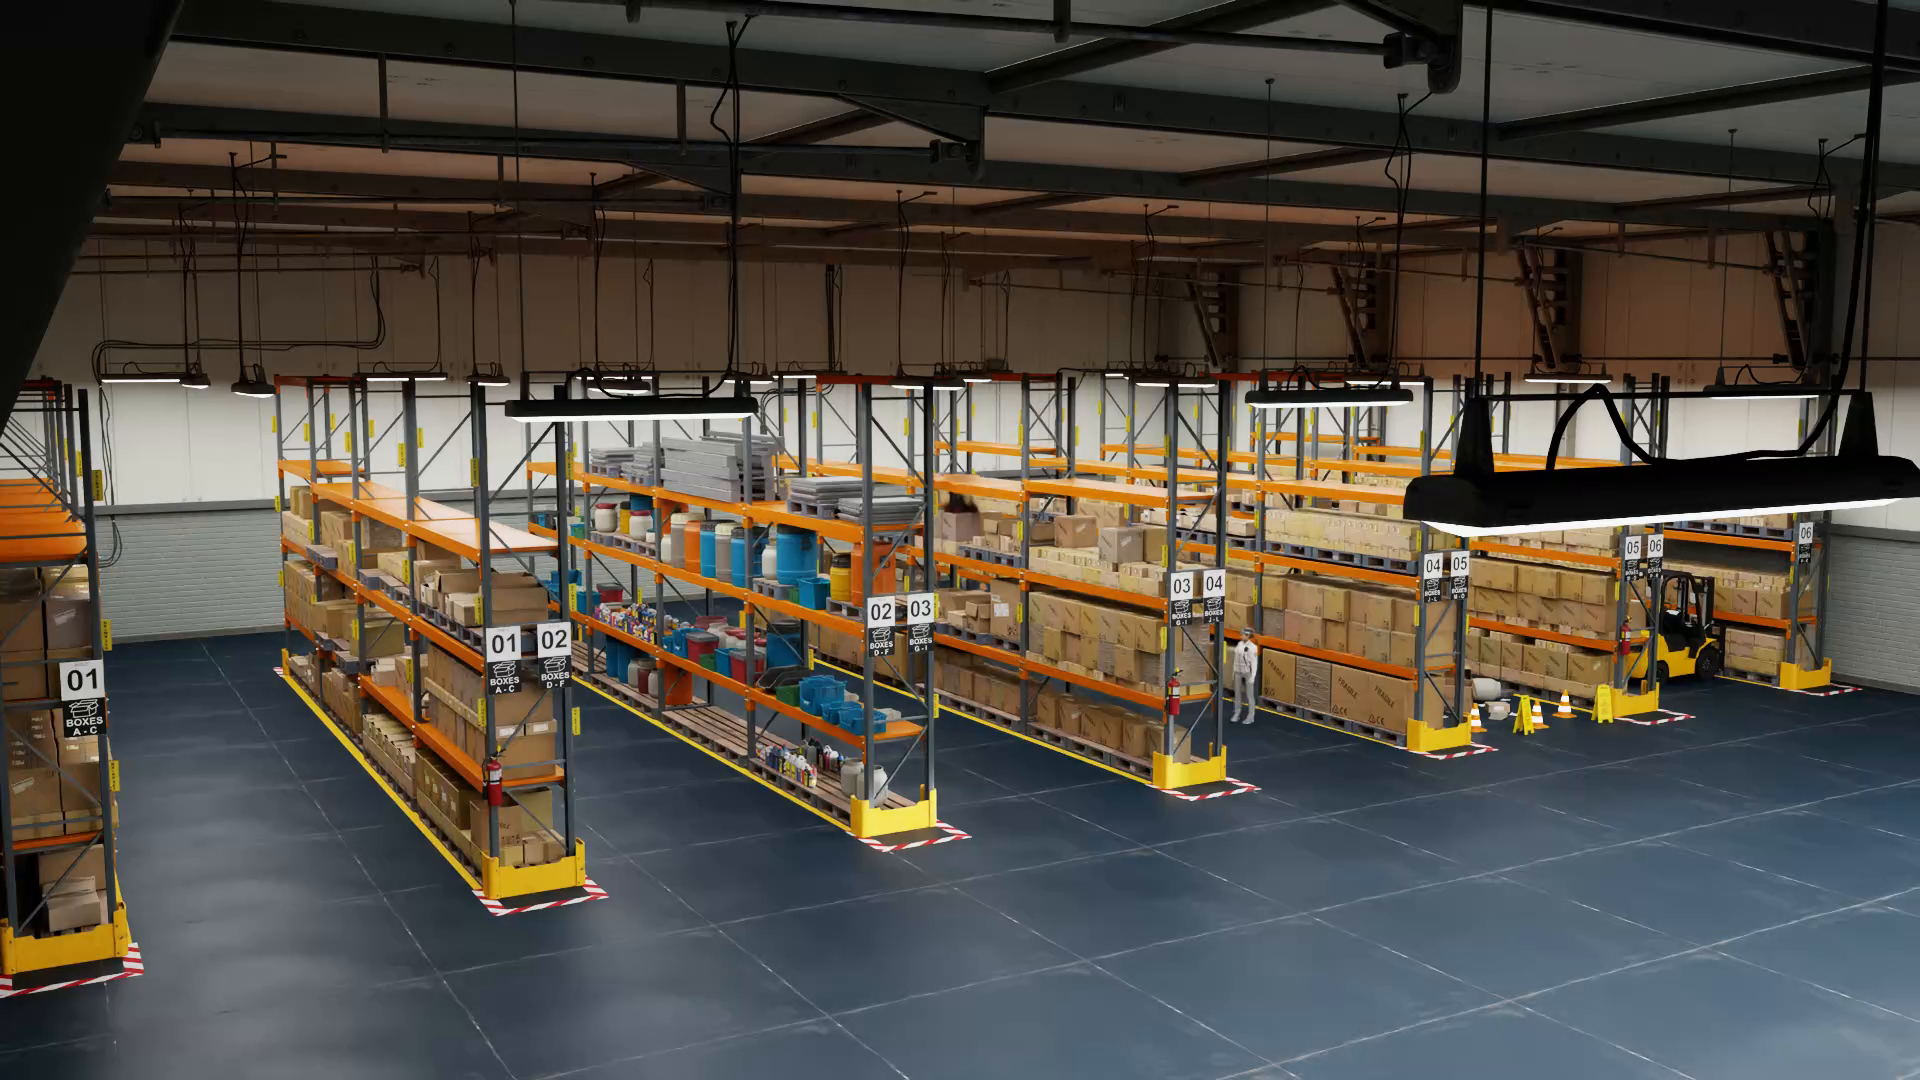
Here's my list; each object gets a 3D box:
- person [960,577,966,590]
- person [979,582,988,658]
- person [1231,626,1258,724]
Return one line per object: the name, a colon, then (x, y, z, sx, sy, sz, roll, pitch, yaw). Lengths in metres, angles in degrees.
person: (0.101, 0.713, 43.312, 0.505, 1.806, 0.547, 5, 8, 40)
person: (0.473, 1.680, 35.286, 0.544, 1.599, 0.928, -3, 7, -25)
person: (4.929, 2.328, 28.888, 0.381, 1.687, 0.532, -5, 8, -40)
